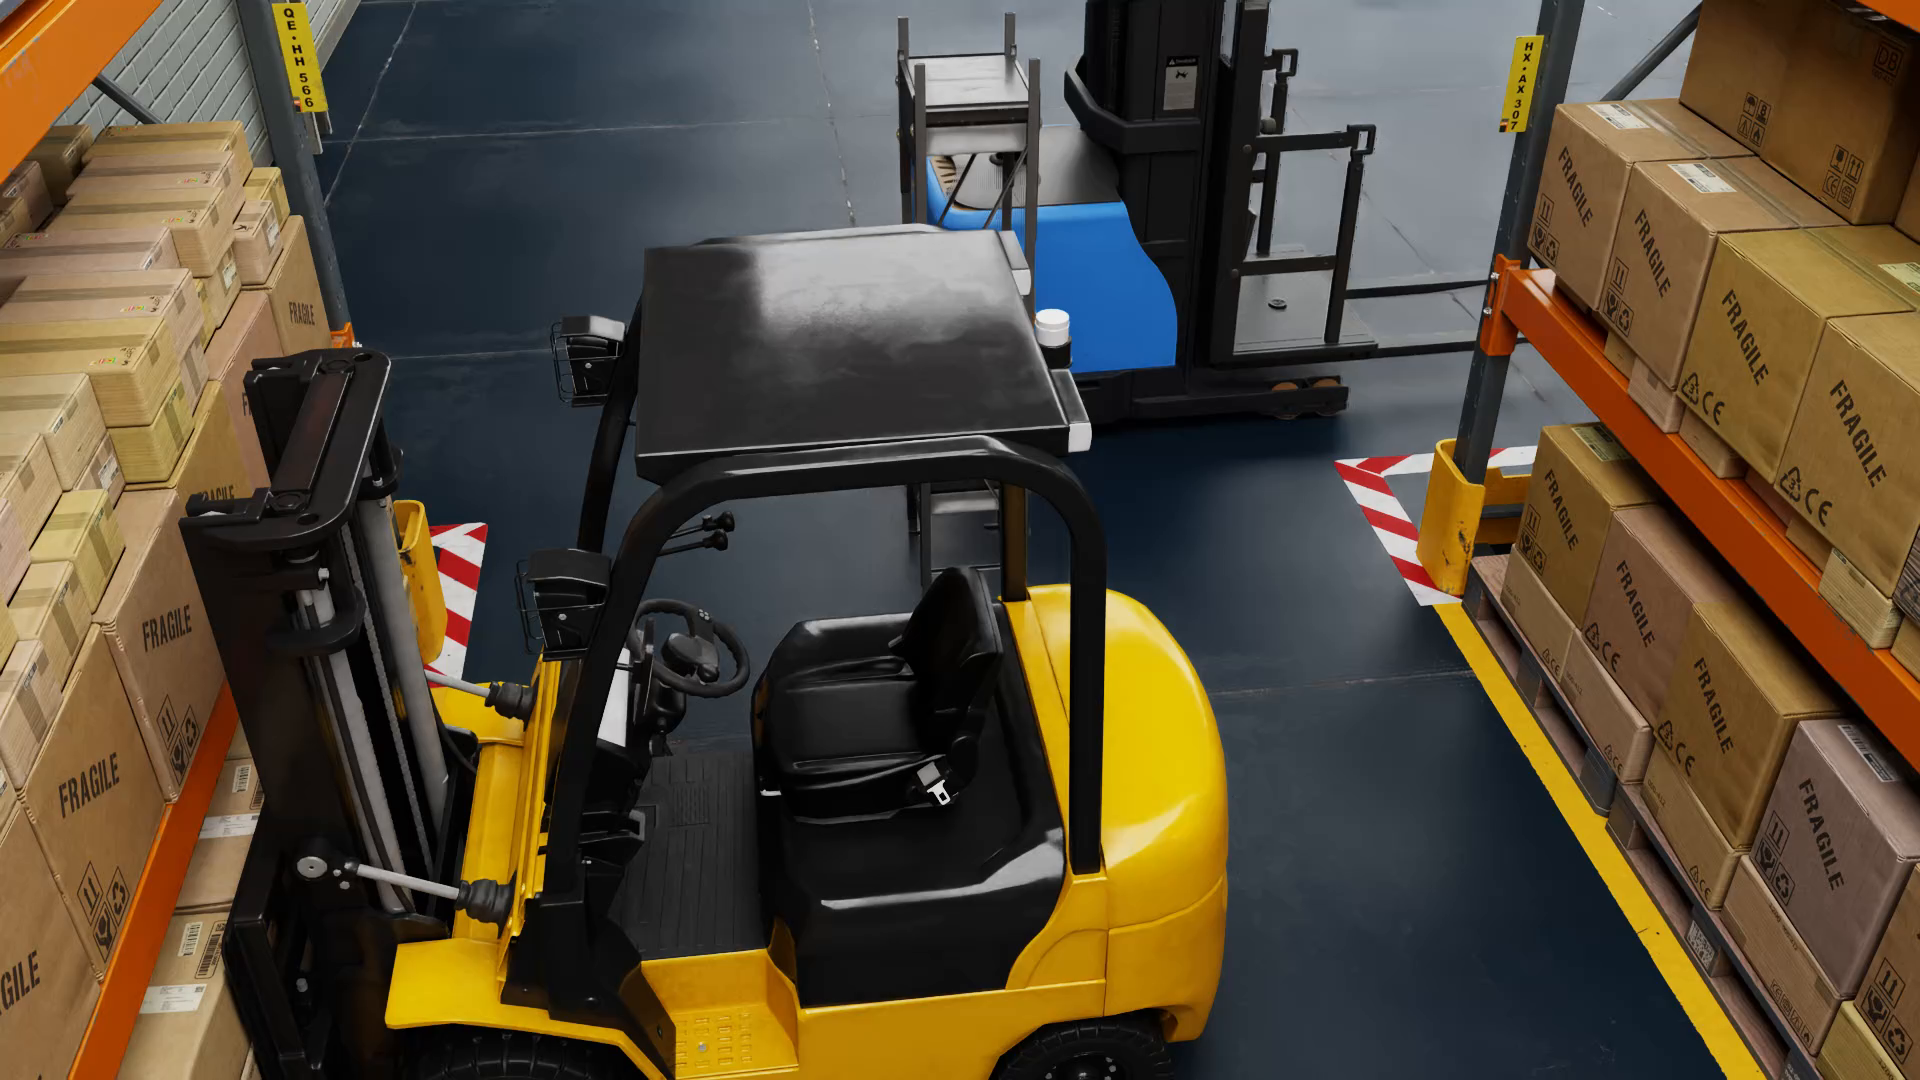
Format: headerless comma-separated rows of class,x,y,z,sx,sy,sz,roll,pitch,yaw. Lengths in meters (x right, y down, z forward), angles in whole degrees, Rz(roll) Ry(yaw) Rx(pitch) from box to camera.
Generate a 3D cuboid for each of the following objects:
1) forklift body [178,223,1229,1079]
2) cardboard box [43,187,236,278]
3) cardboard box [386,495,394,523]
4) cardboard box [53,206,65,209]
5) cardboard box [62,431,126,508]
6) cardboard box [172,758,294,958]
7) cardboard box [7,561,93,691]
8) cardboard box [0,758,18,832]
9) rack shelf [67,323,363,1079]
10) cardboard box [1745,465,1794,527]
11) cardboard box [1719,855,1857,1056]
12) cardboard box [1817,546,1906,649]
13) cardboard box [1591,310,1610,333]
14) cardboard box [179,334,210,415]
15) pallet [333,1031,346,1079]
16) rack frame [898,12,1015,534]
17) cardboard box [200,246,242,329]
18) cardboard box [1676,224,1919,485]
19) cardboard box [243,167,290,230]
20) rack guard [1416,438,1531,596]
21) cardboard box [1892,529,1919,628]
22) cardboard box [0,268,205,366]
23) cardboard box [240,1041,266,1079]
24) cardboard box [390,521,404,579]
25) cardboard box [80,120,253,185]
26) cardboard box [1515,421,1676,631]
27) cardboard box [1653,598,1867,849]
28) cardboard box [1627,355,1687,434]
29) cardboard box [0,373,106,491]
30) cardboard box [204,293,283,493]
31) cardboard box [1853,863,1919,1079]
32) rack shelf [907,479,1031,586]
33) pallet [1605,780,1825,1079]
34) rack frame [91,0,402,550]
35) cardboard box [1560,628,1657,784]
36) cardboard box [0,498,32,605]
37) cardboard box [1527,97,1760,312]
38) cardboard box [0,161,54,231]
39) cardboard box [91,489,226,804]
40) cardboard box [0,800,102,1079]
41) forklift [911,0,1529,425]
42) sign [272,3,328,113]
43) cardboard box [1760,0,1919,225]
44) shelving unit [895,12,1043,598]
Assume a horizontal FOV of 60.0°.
forklift body,-0.444,0.447,4.184,2.313,2.155,1.214,-4,35,-6
cardboard box,-2.123,-0.793,4.321,0.380,0.149,0.250,-4,34,-5
cardboard box,-2.135,-0.041,5.327,0.500,0.250,0.500,-3,34,-5
cardboard box,-2.718,-0.924,4.778,0.380,0.149,0.250,-5,35,-8
cardboard box,-2.041,-0.101,3.569,0.380,0.149,0.250,-5,35,-7
cardboard box,-1.922,0.808,4.082,0.500,0.250,0.500,-5,35,-7
cardboard box,-1.894,0.185,3.150,0.380,0.149,0.250,-5,35,-8
cardboard box,-1.809,0.470,2.732,0.380,0.149,0.250,-4,34,-5
rack shelf,-2.237,0.590,3.860,1.077,0.370,4.000,-4,35,-6
cardboard box,2.407,-0.169,4.557,0.380,0.149,0.250,-3,34,-5
cardboard box,2.459,1.103,4.537,0.500,0.250,0.500,-4,34,-6
cardboard box,2.389,0.125,4.126,0.380,0.149,0.250,-4,34,-6
cardboard box,2.301,-0.753,5.414,0.380,0.149,0.250,-4,34,-6
cardboard box,-2.039,-0.386,3.989,0.380,0.149,0.250,-5,35,-8
pallet,-2.201,1.431,4.462,1.003,0.211,1.213,-4,35,-6
rack frame,-0.011,-0.911,6.223,0.400,2.100,0.015,-4,35,-6
cardboard box,-2.144,-0.671,4.406,0.380,0.149,0.250,-4,34,-5
cardboard box,2.343,-0.508,4.478,0.500,0.500,0.500,-5,35,-7
cardboard box,-2.182,-0.961,4.832,0.380,0.149,0.250,-4,34,-6
rack guard,2.422,-0.126,6.492,1.175,0.500,0.348,-4,35,-6
cardboard box,2.493,0.061,3.644,0.500,0.500,0.500,-3,34,-5
cardboard box,-2.019,-0.511,3.908,0.380,0.149,0.250,-4,34,-5
cardboard box,-1.853,1.309,3.791,0.500,0.250,0.500,-5,35,-7
cardboard box,-2.131,0.180,5.447,0.500,0.250,0.500,-5,35,-7
cardboard box,-2.249,-1.072,4.731,0.380,0.149,0.250,-4,35,-6
cardboard box,2.250,-0.065,5.584,0.500,0.500,0.500,-5,35,-8
cardboard box,2.384,0.507,4.745,0.500,0.500,0.500,-4,34,-5
cardboard box,2.244,-0.454,4.975,0.380,0.149,0.250,-4,34,-6
cardboard box,-2.037,-0.217,3.475,0.380,0.149,0.250,-4,34,-6
cardboard box,-2.119,-0.320,4.467,0.500,0.500,0.500,-3,34,-5
cardboard box,2.534,1.090,3.890,0.500,0.500,0.500,-4,34,-6
rack shelf,0.022,-0.186,6.425,0.431,0.518,0.480,-4,35,-6
pallet,2.657,1.128,4.907,1.003,0.211,1.213,-4,35,-6
rack frame,-2.506,-0.824,5.295,1.000,3.000,0.127,-4,35,-6
cardboard box,2.307,0.517,5.396,0.500,0.250,0.500,-3,34,-5
cardboard box,-1.969,0.063,3.065,0.380,0.149,0.250,-5,35,-7
cardboard box,2.201,-1.081,5.319,0.500,0.500,0.500,-5,35,-7
cardboard box,-2.699,-0.899,4.477,0.380,0.149,0.250,-3,34,-5
cardboard box,-1.972,0.246,3.637,0.500,0.500,0.500,-4,34,-6
cardboard box,-1.856,0.810,2.809,0.500,0.500,0.500,-4,34,-6
forklift,1.313,-2.046,7.150,3.031,2.935,1.130,-5,35,-8
sign,-1.967,-1.433,4.951,0.100,0.325,0.005,-4,35,-6
cardboard box,2.757,-1.228,4.647,0.700,0.500,0.500,-4,34,-6
shelving unit,0.022,-0.775,6.023,0.431,2.100,0.503,-4,35,-6
